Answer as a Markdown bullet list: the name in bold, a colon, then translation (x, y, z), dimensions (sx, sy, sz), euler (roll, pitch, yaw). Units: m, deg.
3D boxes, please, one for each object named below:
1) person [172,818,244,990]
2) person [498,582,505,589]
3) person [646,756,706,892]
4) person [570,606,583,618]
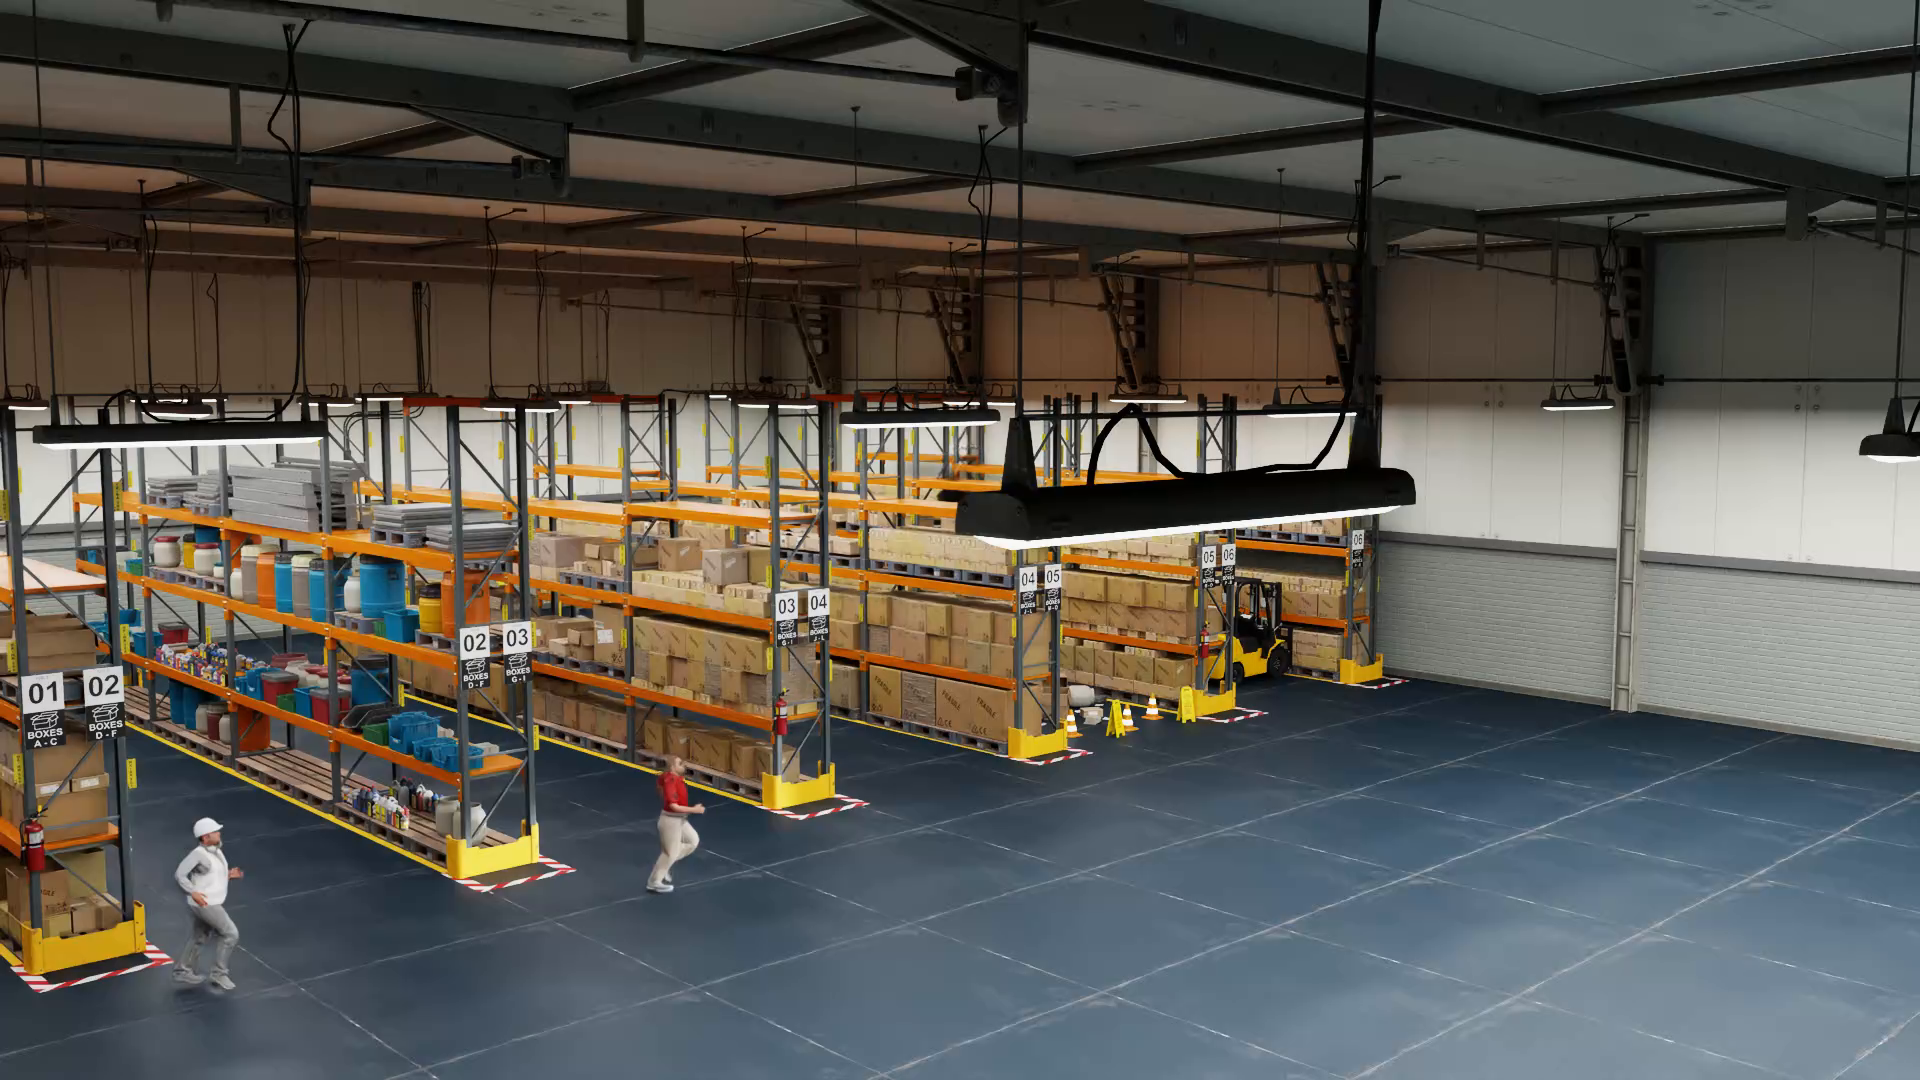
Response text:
- **person**: translation (-7.819, 3.784, 17.264), dimensions (0.732, 1.815, 0.645), euler (-1, 6, -12)
- **person**: translation (-10.558, 1.781, 38.150), dimensions (0.755, 1.709, 1.001), euler (-5, 8, -43)
- **person**: translation (-3.517, 3.494, 20.638), dimensions (0.749, 1.682, 0.692), euler (0, 6, -5)
- **person**: translation (-9.455, 1.549, 41.159), dimensions (0.741, 1.655, 0.599), euler (2, 6, 15)
